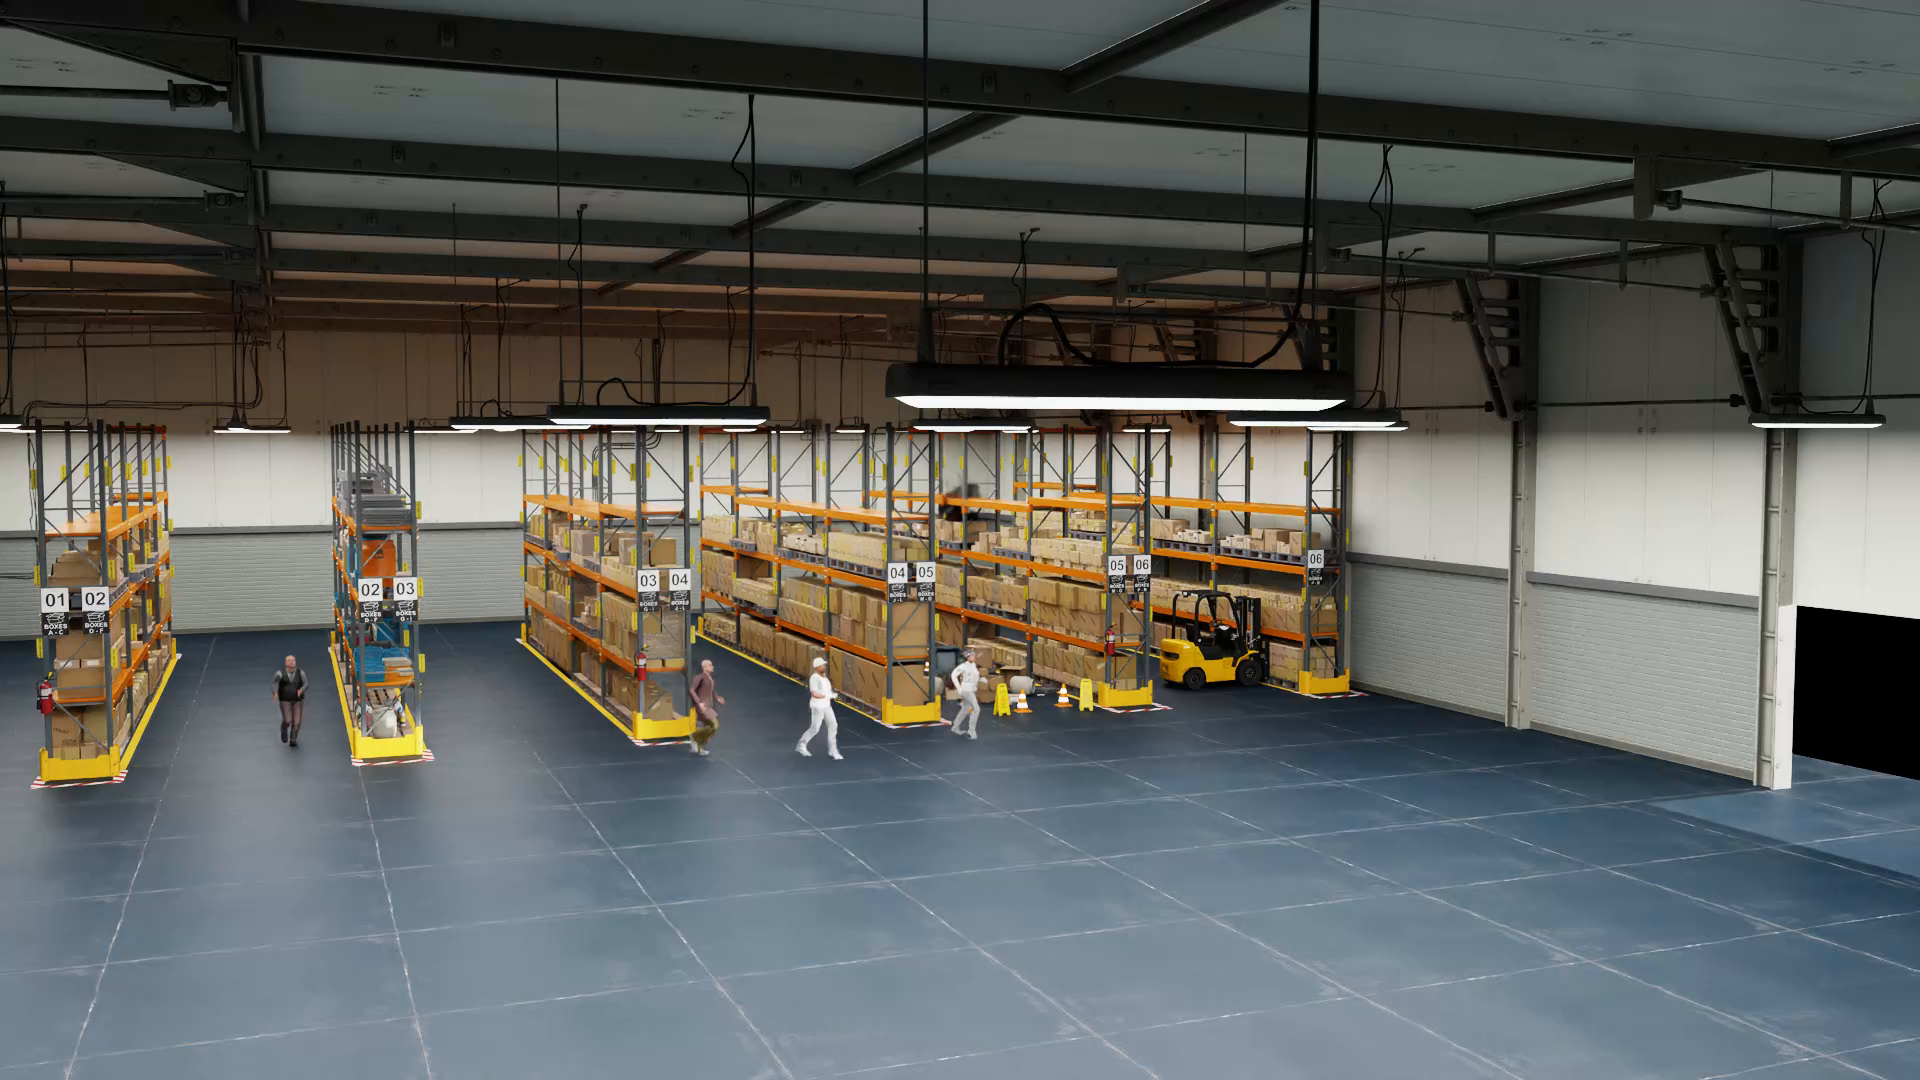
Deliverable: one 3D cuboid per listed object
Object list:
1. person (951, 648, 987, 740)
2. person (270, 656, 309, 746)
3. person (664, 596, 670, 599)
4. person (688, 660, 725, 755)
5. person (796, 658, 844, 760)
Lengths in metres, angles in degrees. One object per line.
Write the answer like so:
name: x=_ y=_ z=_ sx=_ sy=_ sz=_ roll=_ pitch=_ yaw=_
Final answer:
person: x=0.162 y=2.919 z=31.575 sx=0.741 sy=1.751 sz=0.598 roll=1 pitch=4 yaw=22
person: x=-12.291 y=2.970 z=30.559 sx=0.649 sy=1.678 sz=0.575 roll=-2 pitch=4 yaw=-32
person: x=-7.760 y=2.045 z=45.201 sx=0.683 sy=1.678 sz=0.830 roll=-2 pitch=4 yaw=-27
person: x=-4.545 y=3.000 z=29.829 sx=0.635 sy=1.703 sz=0.670 roll=1 pitch=4 yaw=14
person: x=-2.494 y=2.993 z=29.429 sx=0.856 sy=1.835 sz=0.683 roll=1 pitch=4 yaw=17
